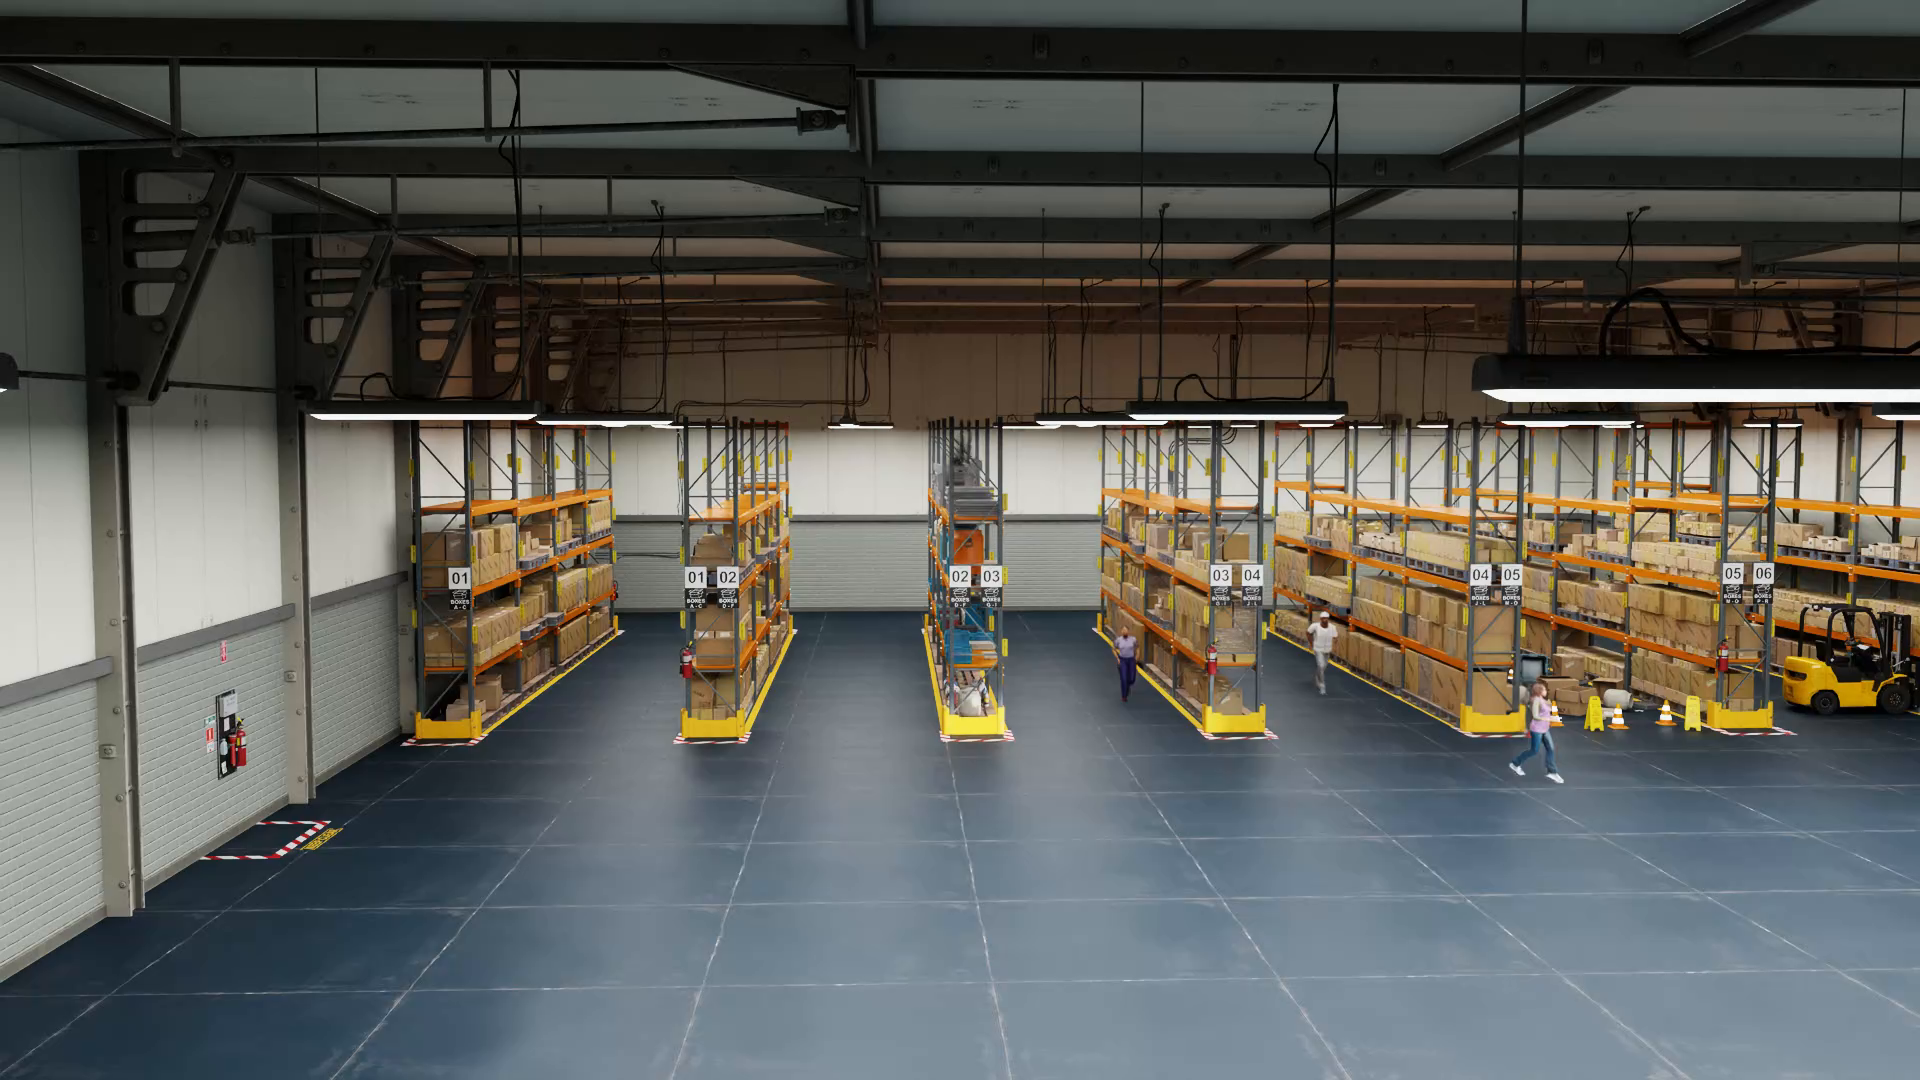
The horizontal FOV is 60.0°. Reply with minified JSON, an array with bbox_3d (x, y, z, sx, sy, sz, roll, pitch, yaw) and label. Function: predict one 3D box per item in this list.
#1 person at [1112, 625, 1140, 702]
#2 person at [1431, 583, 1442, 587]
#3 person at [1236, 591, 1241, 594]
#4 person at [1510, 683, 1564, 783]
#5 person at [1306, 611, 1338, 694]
[{"bbox_3d":[3.541,2.620,35.418,0.605,1.616,0.535,0,4,1],"label":"person"},{"bbox_3d":[14.162,1.682,49.410,0.507,1.641,0.648,1,4,19],"label":"person"},{"bbox_3d":[7.698,1.815,47.910,0.818,1.610,0.626,1,4,20],"label":"person"},{"bbox_3d":[9.460,3.142,27.222,0.860,1.614,0.550,3,5,35],"label":"person"},{"bbox_3d":[7.992,2.460,36.615,0.616,1.807,0.893,-1,4,-11],"label":"person"}]
